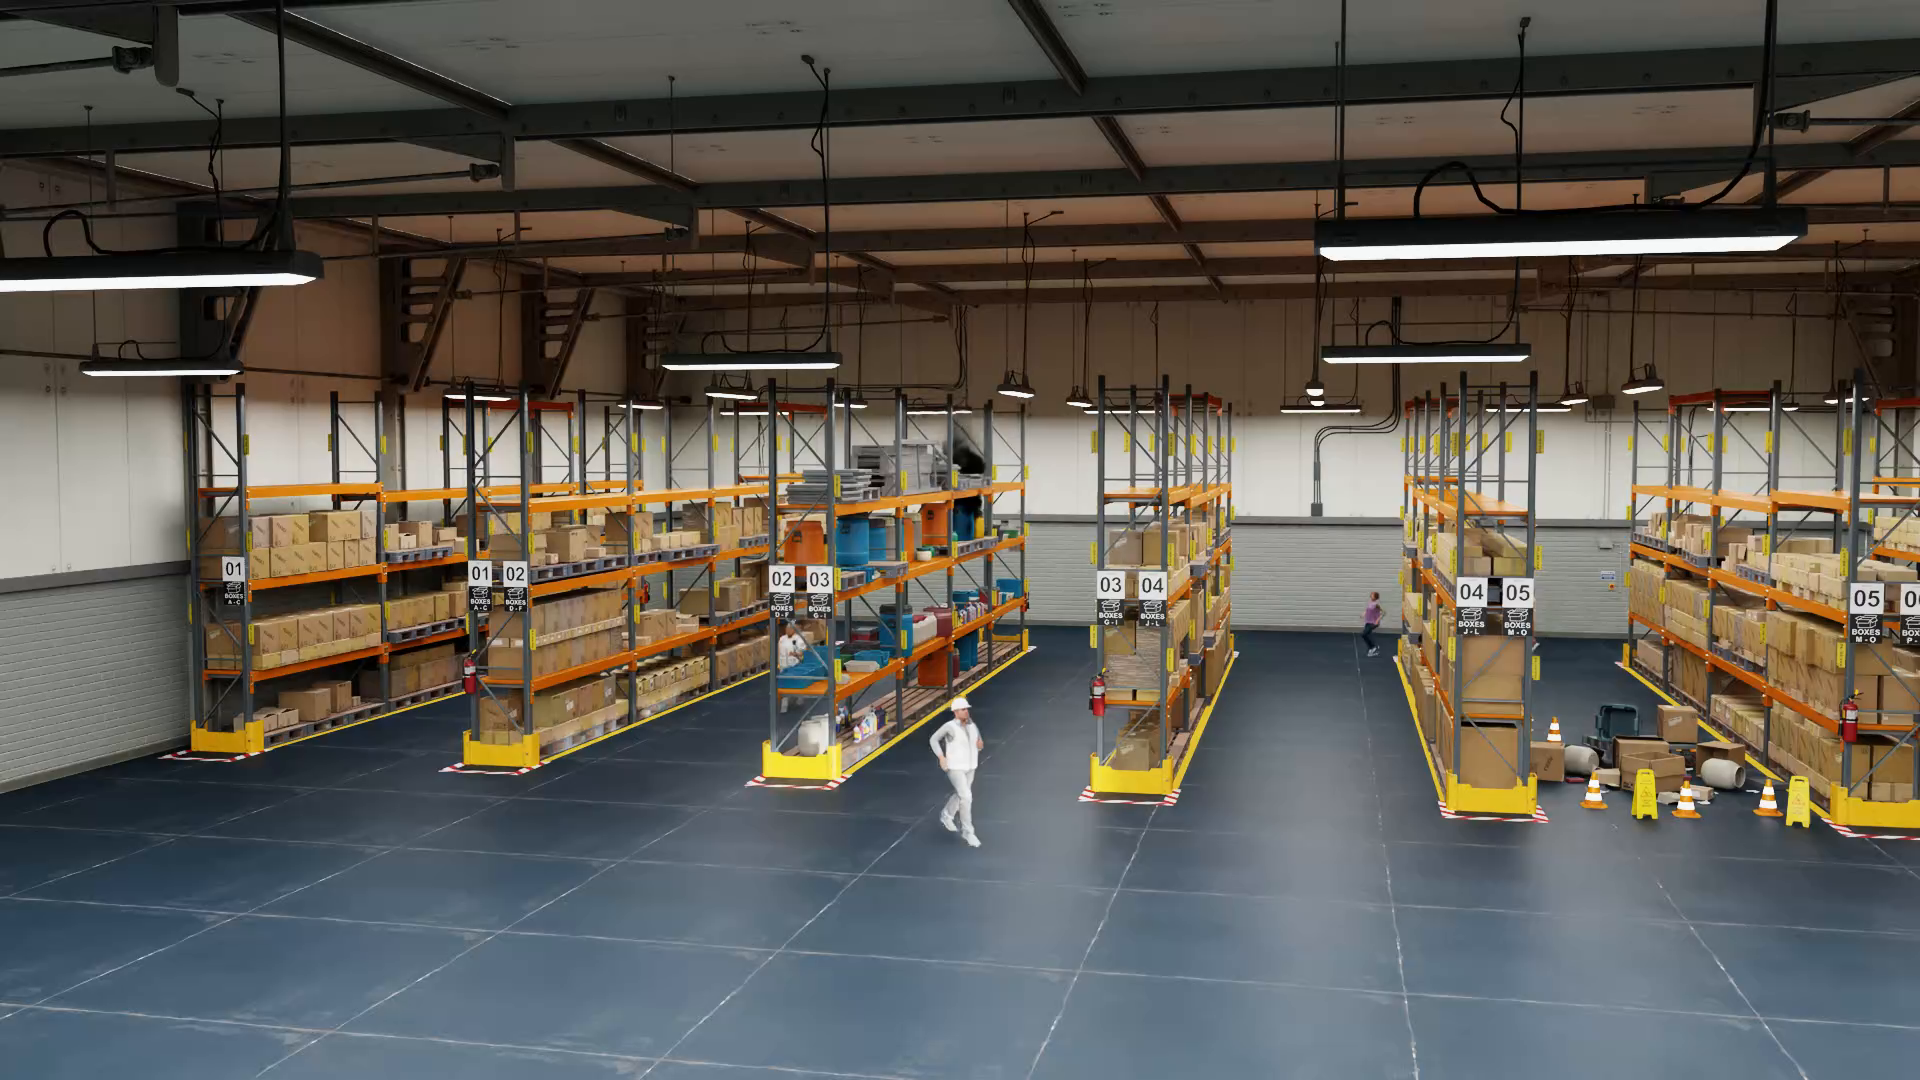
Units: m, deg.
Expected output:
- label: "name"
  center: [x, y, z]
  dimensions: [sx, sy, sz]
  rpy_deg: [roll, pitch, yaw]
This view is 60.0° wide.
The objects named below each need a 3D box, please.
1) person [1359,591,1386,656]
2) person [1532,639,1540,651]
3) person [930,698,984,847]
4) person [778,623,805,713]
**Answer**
- label: "person"
  center: [9.713, 1.978, 39.229]
  dimensions: [0.543, 1.556, 0.617]
  rpy_deg: [-1, 3, -17]
- label: "person"
  center: [13.204, 1.929, 39.249]
  dimensions: [0.950, 1.675, 0.586]
  rpy_deg: [1, 3, 16]
- label: "person"
  center: [0.005, 2.902, 21.050]
  dimensions: [0.639, 1.818, 0.865]
  rpy_deg: [-3, 5, -45]
- label: "person"
  center: [-3.194, 2.382, 31.256]
  dimensions: [0.615, 1.632, 0.881]
  rpy_deg: [0, 3, 7]
